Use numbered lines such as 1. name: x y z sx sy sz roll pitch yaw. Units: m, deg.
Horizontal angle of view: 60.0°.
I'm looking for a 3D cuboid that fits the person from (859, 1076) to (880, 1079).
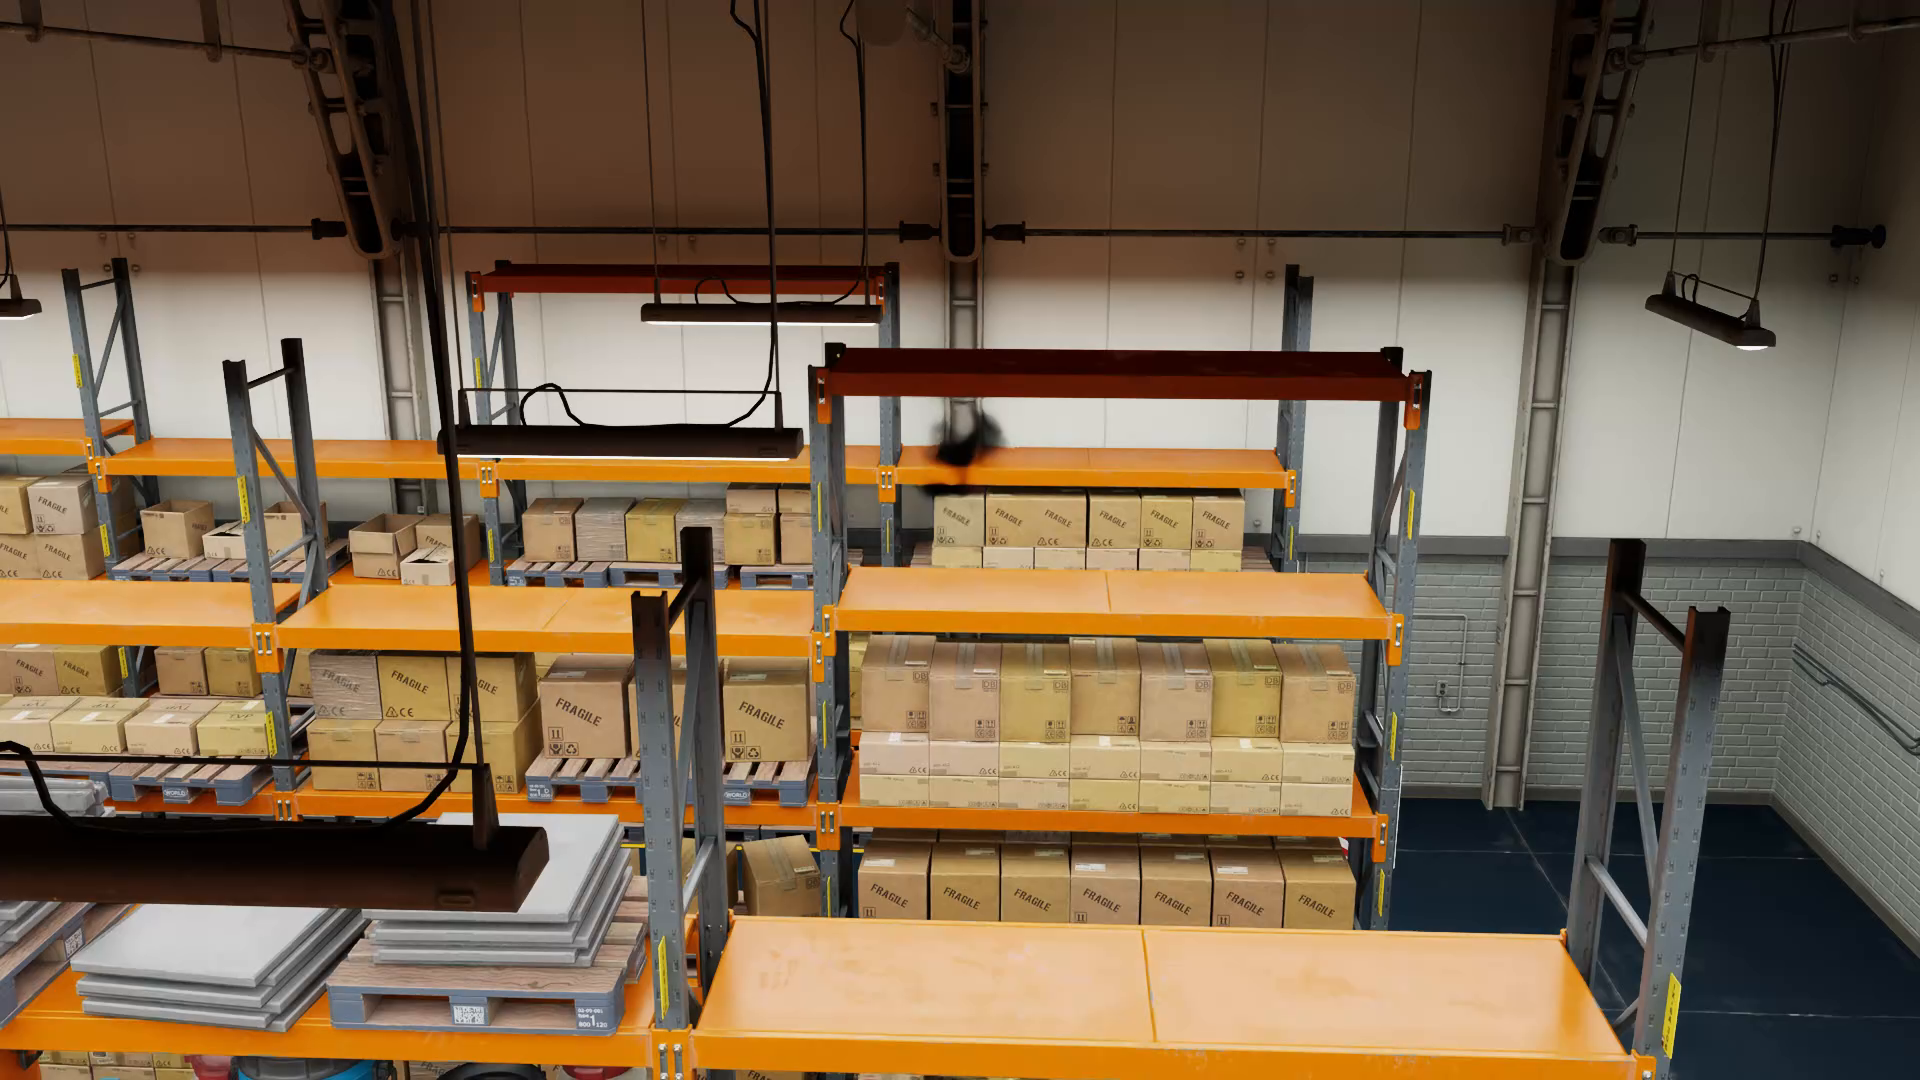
1. person: -0.577 4.268 10.877 0.831 1.707 0.670 -3 16 -10
